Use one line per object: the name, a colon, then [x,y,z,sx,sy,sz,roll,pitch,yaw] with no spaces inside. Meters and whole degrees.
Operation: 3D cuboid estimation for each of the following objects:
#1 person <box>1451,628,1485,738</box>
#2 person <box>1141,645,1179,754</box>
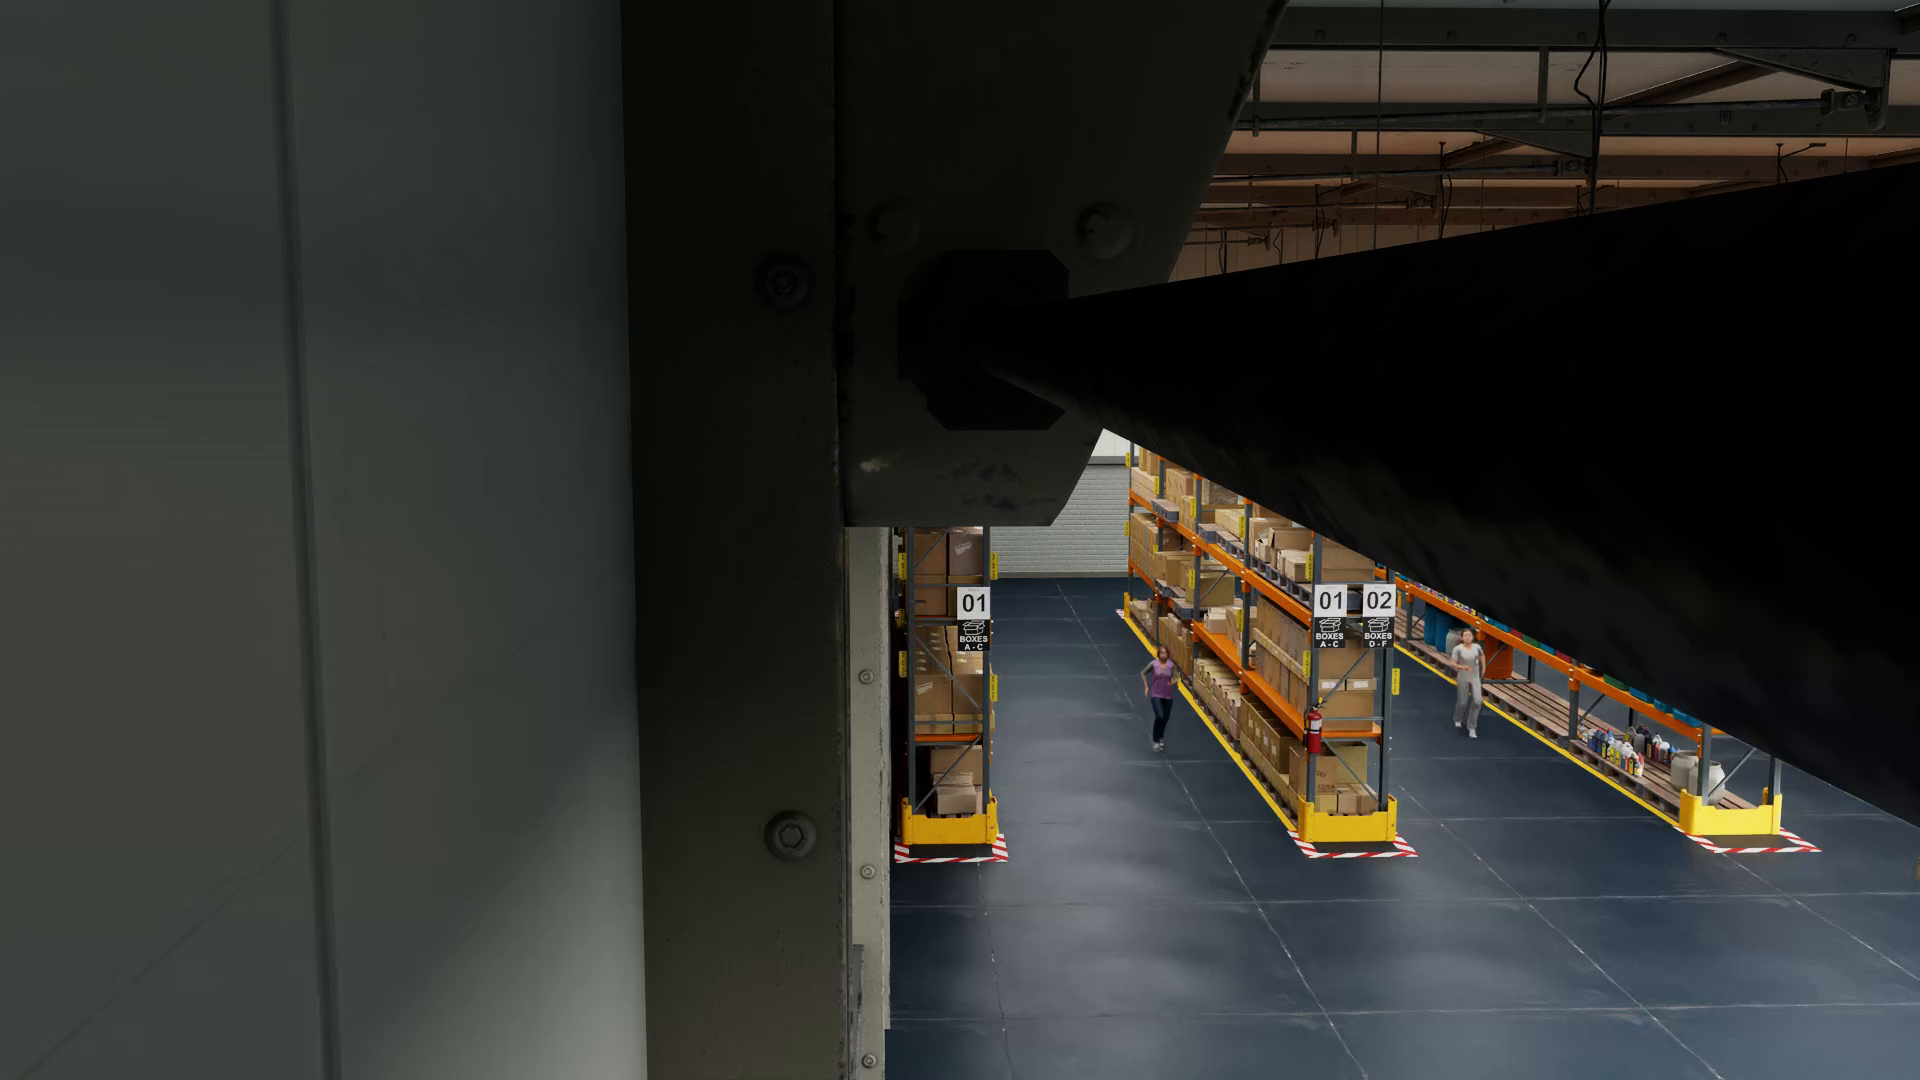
person: [7.927,2.213,25.940,0.570,1.690,0.738,0,7,3]
person: [3.000,2.369,24.798,0.503,1.617,0.682,-1,7,-10]
